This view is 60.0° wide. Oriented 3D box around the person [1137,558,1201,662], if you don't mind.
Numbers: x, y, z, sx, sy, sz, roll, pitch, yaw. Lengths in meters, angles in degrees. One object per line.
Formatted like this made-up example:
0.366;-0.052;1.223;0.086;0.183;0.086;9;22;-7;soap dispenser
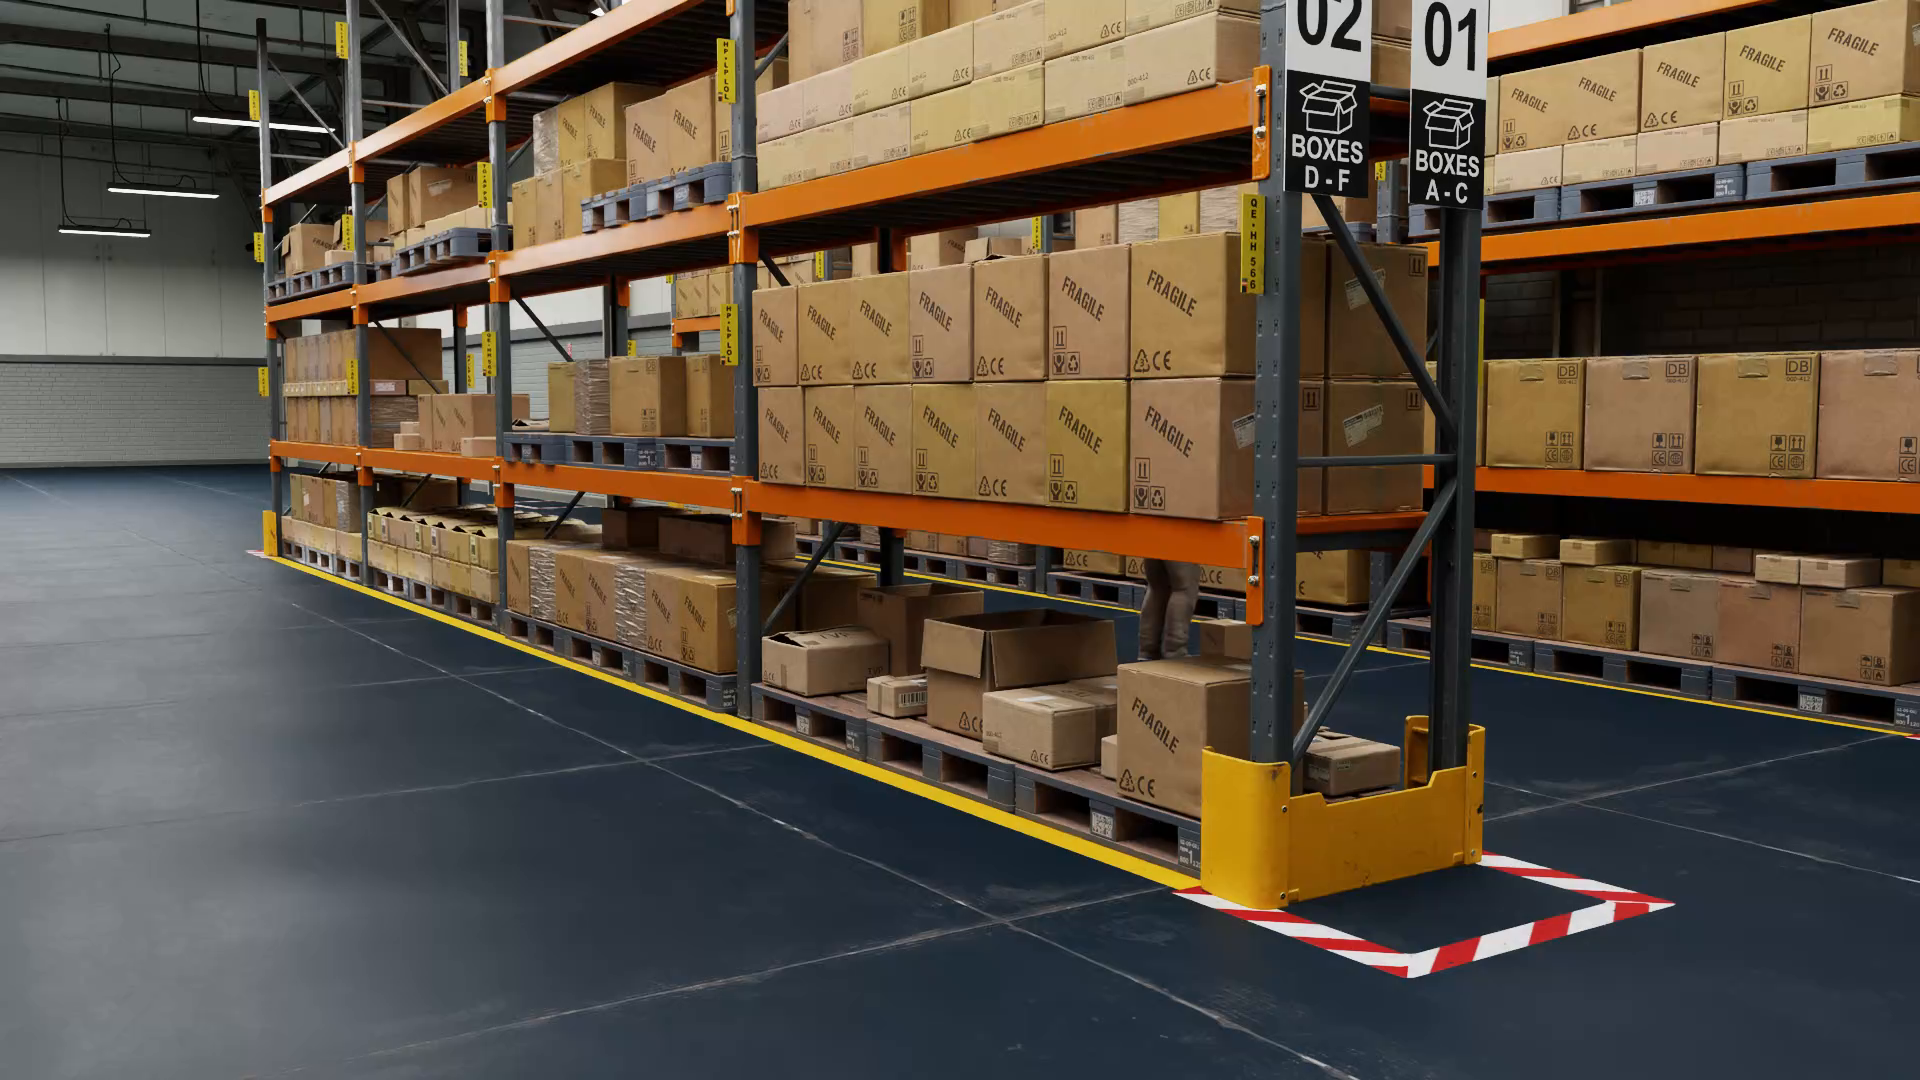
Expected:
1.381;-0.031;10.889;0.360;1.726;0.528;-3;5;-33;person
